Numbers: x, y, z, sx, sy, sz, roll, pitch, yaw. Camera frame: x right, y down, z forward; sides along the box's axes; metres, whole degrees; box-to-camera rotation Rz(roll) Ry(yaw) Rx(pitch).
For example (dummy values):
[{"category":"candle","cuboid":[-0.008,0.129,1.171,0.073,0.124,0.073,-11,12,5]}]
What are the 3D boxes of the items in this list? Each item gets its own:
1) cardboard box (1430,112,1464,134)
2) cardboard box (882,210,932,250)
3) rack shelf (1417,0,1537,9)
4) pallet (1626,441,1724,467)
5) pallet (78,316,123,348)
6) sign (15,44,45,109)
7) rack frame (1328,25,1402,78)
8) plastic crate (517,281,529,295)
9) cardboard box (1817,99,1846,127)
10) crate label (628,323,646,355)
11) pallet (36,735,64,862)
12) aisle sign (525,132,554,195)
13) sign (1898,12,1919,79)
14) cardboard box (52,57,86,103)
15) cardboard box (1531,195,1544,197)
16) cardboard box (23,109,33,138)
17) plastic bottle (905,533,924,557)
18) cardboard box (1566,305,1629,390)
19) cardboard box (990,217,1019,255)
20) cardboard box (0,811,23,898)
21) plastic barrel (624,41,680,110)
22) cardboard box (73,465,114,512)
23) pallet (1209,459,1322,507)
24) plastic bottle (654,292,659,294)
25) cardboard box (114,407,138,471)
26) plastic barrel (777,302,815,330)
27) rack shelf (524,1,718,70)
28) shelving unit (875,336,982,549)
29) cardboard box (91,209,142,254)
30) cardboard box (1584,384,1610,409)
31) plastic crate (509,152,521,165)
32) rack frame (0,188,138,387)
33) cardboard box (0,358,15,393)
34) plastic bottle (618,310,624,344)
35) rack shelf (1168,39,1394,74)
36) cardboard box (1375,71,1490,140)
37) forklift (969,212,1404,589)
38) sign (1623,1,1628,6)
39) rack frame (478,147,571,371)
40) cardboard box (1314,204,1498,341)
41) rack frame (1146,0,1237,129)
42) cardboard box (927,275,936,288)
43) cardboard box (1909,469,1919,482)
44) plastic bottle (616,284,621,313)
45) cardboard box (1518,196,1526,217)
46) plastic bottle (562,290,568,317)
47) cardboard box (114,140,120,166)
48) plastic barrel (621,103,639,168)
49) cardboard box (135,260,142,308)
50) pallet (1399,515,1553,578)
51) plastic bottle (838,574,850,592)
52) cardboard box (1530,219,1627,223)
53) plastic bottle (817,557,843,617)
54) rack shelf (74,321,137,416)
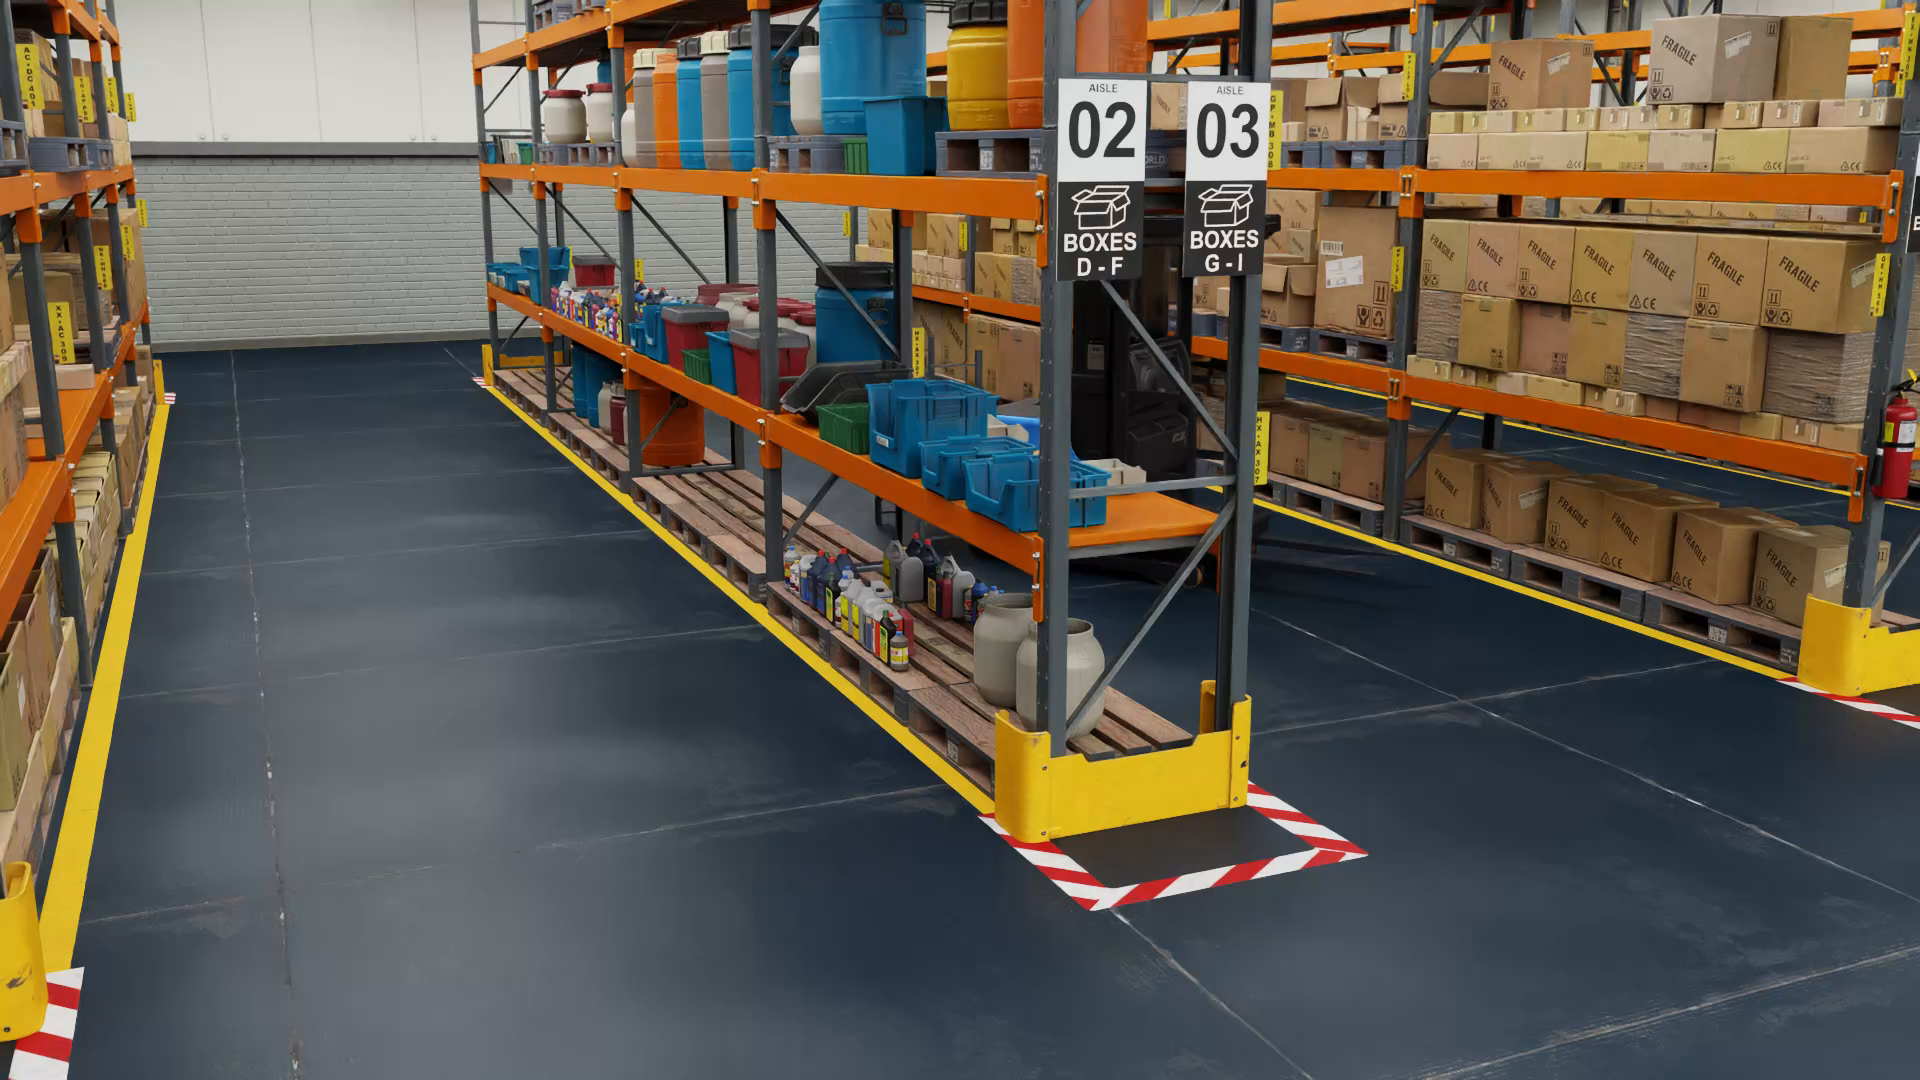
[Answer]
[{"category":"cardboard box","cuboid":[3.597,-2.982,11.897,0.380,0.149,0.250,-6,14,-25]},{"category":"cardboard box","cuboid":[-0.700,-4.077,21.844,0.500,0.500,0.500,-6,14,-24]},{"category":"rack shelf","cuboid":[4.550,-3.652,10.293,1.077,0.370,4.000,-6,14,-23]},{"category":"pallet","cuboid":[7.463,-0.968,16.583,1.003,0.211,1.213,-6,14,-23]},{"category":"pallet","cuboid":[-7.715,-1.734,14.137,1.003,0.211,1.213,-6,14,-23]},{"category":"sign","cuboid":[-4.822,-2.402,8.623,0.100,0.325,0.005,-6,14,-23]},{"category":"rack frame","cuboid":[5.129,-6.497,20.984,1.000,3.000,0.127,-6,14,-23]},{"category":"plastic crate","cuboid":[-4.967,-2.933,19.342,0.293,0.136,0.466,-6,14,-23]},{"category":"cardboard box","cuboid":[4.957,-2.344,9.141,0.380,0.149,0.250,-6,14,-25]},{"category":"crate label","cuboid":[-2.566,-1.671,13.808,0.303,0.233,0.416,-6,14,-23]},{"category":"pallet","cuboid":[-4.557,1.179,7.308,1.003,0.211,1.213,-6,14,-23]},{"category":"aisle sign","cuboid":[-5.357,-4.834,21.338,0.394,0.787,0.004,-6,14,-23]},{"category":"sign","cuboid":[4.835,-2.515,8.466,0.100,0.325,0.005,-6,14,-23]},{"category":"cardboard box","cuboid":[-8.764,-4.347,15.909,0.700,0.500,0.500,-6,14,-23]},{"category":"cardboard box","cuboid":[8.755,-5.199,24.802,0.380,0.149,0.250,-6,14,-24]},{"category":"cardboard box","cuboid":[-6.253,-2.705,10.654,0.500,0.250,0.500,-6,14,-24]},{"category":"plastic bottle","cuboid":[-0.267,0.136,10.527,0.144,0.351,0.185,-6,14,-24]},{"category":"cardboard box","cuboid":[4.495,-1.282,10.873,0.875,0.500,0.500,-6,14,-23]},{"category":"cardboard box","cuboid":[0.808,-3.553,19.123,0.797,0.503,0.637,-6,14,-24]},{"category":"cardboard box","cuboid":[-3.738,1.230,6.068,0.500,0.250,0.500,-6,14,-23]},{"category":"plastic barrel","cuboid":[-2.616,-3.866,14.385,0.600,0.830,0.708,-6,14,-23]},{"category":"cardboard box","cuboid":[-6.282,-0.372,11.748,0.500,0.311,0.500,-6,14,-24]},{"category":"pallet","cuboid":[2.943,-0.549,14.773,1.003,0.211,1.213,-6,14,-23]},{"category":"plastic bottle","cuboid":[-3.045,-2.332,16.567,0.152,0.276,0.135,-6,14,-23]},{"category":"cardboard box","cuboid":[-7.477,-0.862,14.510,0.500,0.500,0.500,-6,14,-25]},{"category":"plastic barrel","cuboid":[-1.266,-1.482,12.320,0.433,0.535,0.433,0,13,0]},{"category":"rack shelf","cuboid":[-3.193,-4.664,15.546,1.077,0.370,4.000,-6,14,-23]},{"category":"shelving unit","cuboid":[-0.258,-0.759,12.825,0.538,1.500,1.048,-5,14,-21]},{"category":"cardboard box","cuboid":[-9.503,-3.444,18.658,0.500,0.500,0.500,-5,14,-21]},{"category":"cardboard box","cuboid":[4.314,-0.944,10.853,0.380,0.149,0.250,-6,14,-23]},{"category":"plastic crate","cuboid":[-4.852,-4.261,18.560,0.293,0.136,0.466,-6,14,-23]},{"category":"rack frame","cuboid":[-8.534,-2.253,15.952,1.000,3.000,0.127,-6,14,-23]},{"category":"cardboard box","cuboid":[-4.714,-0.769,7.879,0.380,0.149,0.250,-6,14,-23]},{"category":"plastic bottle","cuboid":[-2.945,-1.861,14.519,0.061,0.283,0.133,-6,14,-23]},{"category":"rack shelf","cuboid":[4.328,-6.558,22.851,1.077,0.370,4.000,-6,14,-23]},{"category":"cardboard box","cuboid":[3.651,-3.316,12.734,0.797,0.503,0.637,-6,14,-26]},{"category":"forklift","cuboid":[1.595,-1.228,11.675,3.031,2.935,1.130,8,15,30]},{"category":"sign","cuboid":[9.106,-7.452,22.688,0.100,0.325,0.005,-6,14,-23]},{"category":"rack frame","cuboid":[-5.596,-3.526,21.452,1.000,3.000,0.127,-6,14,-23]},{"category":"cardboard box","cuboid":[3.559,-2.168,13.322,1.000,1.000,1.000,-6,14,-23]},{"category":"rack frame","cuboid":[2.147,-5.243,15.568,1.000,3.000,0.127,-6,14,-23]},{"category":"cardboard box","cuboid":[-0.187,-3.217,20.676,0.380,0.149,0.250,-5,14,-22]},{"category":"cardboard box","cuboid":[8.522,-0.954,14.122,0.875,0.875,0.875,-5,14,-22]},{"category":"plastic bottle","cuboid":[-3.458,-2.502,17.138,0.144,0.351,0.185,-6,14,-23]},{"category":"cardboard box","cuboid":[8.581,-4.965,25.229,0.500,0.500,0.500,-6,14,-23]},{"category":"plastic bottle","cuboid":[-3.990,-2.405,16.894,0.097,0.271,0.097,0,13,0]},{"category":"cardboard box","cuboid":[-8.699,-3.868,16.609,0.500,0.250,0.500,-6,14,-23]},{"category":"plastic barrel","cuboid":[-2.548,-3.297,13.563,0.421,0.512,0.421,0,13,0]},{"category":"cardboard box","cuboid":[-9.100,-2.746,17.859,0.500,0.500,0.500,-6,14,-24]},{"category":"pallet","cuboid":[4.050,0.000,12.402,1.003,0.211,1.213,-6,14,-23]},{"category":"plastic bottle","cuboid":[-0.677,0.338,9.831,0.097,0.271,0.097,0,13,0]},{"category":"cardboard box","cuboid":[4.383,-2.004,11.776,0.500,0.500,0.500,-6,14,-23]},{"category":"plastic bottle","cuboid":[-0.771,0.273,9.939,0.144,0.351,0.185,-6,14,-25]},{"category":"rack shelf","cuboid":[-7.733,-1.489,14.248,1.077,0.370,4.000,-6,14,-23]}]
